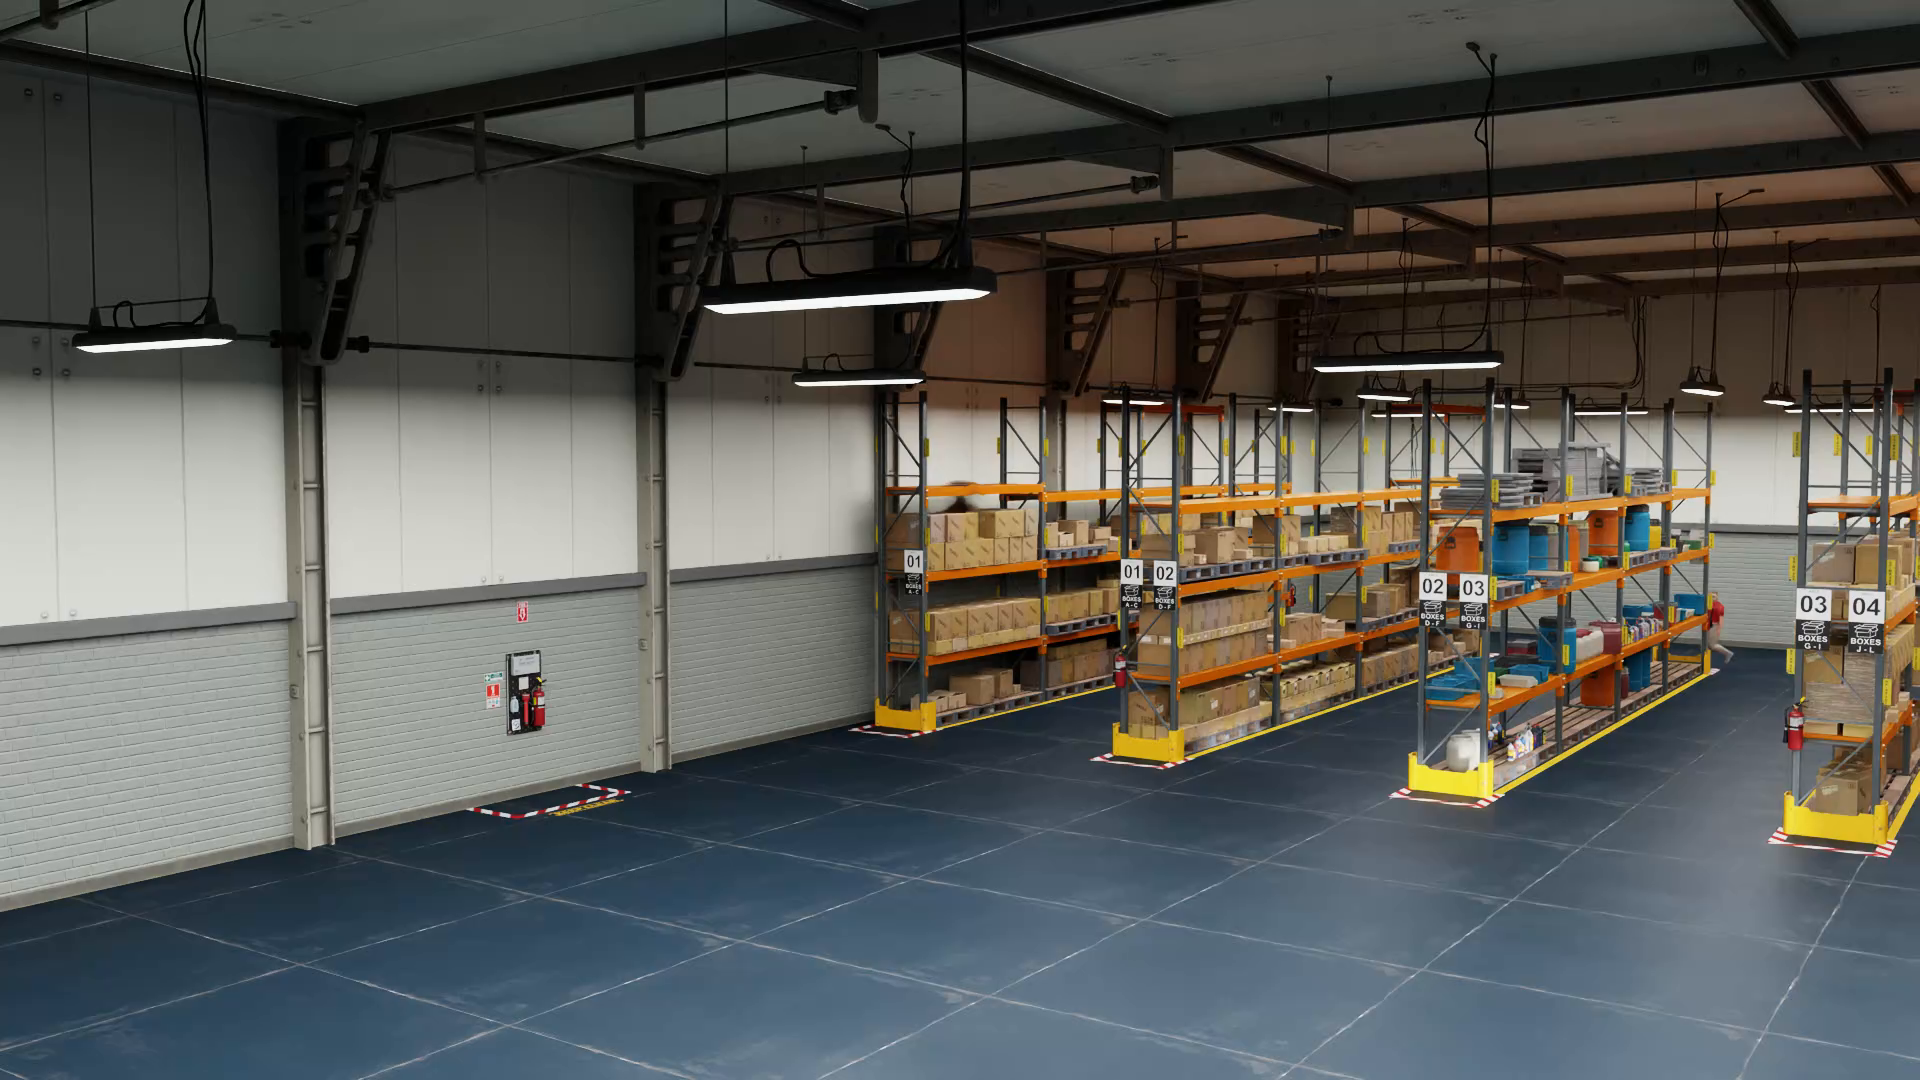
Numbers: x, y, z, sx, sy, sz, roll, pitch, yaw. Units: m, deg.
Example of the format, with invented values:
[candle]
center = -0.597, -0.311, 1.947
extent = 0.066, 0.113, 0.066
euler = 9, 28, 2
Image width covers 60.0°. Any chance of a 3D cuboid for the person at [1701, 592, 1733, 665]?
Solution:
[person]
center = 17.204, 2.032, 38.000
extent = 0.726, 1.705, 0.544
euler = 0, 3, 0
